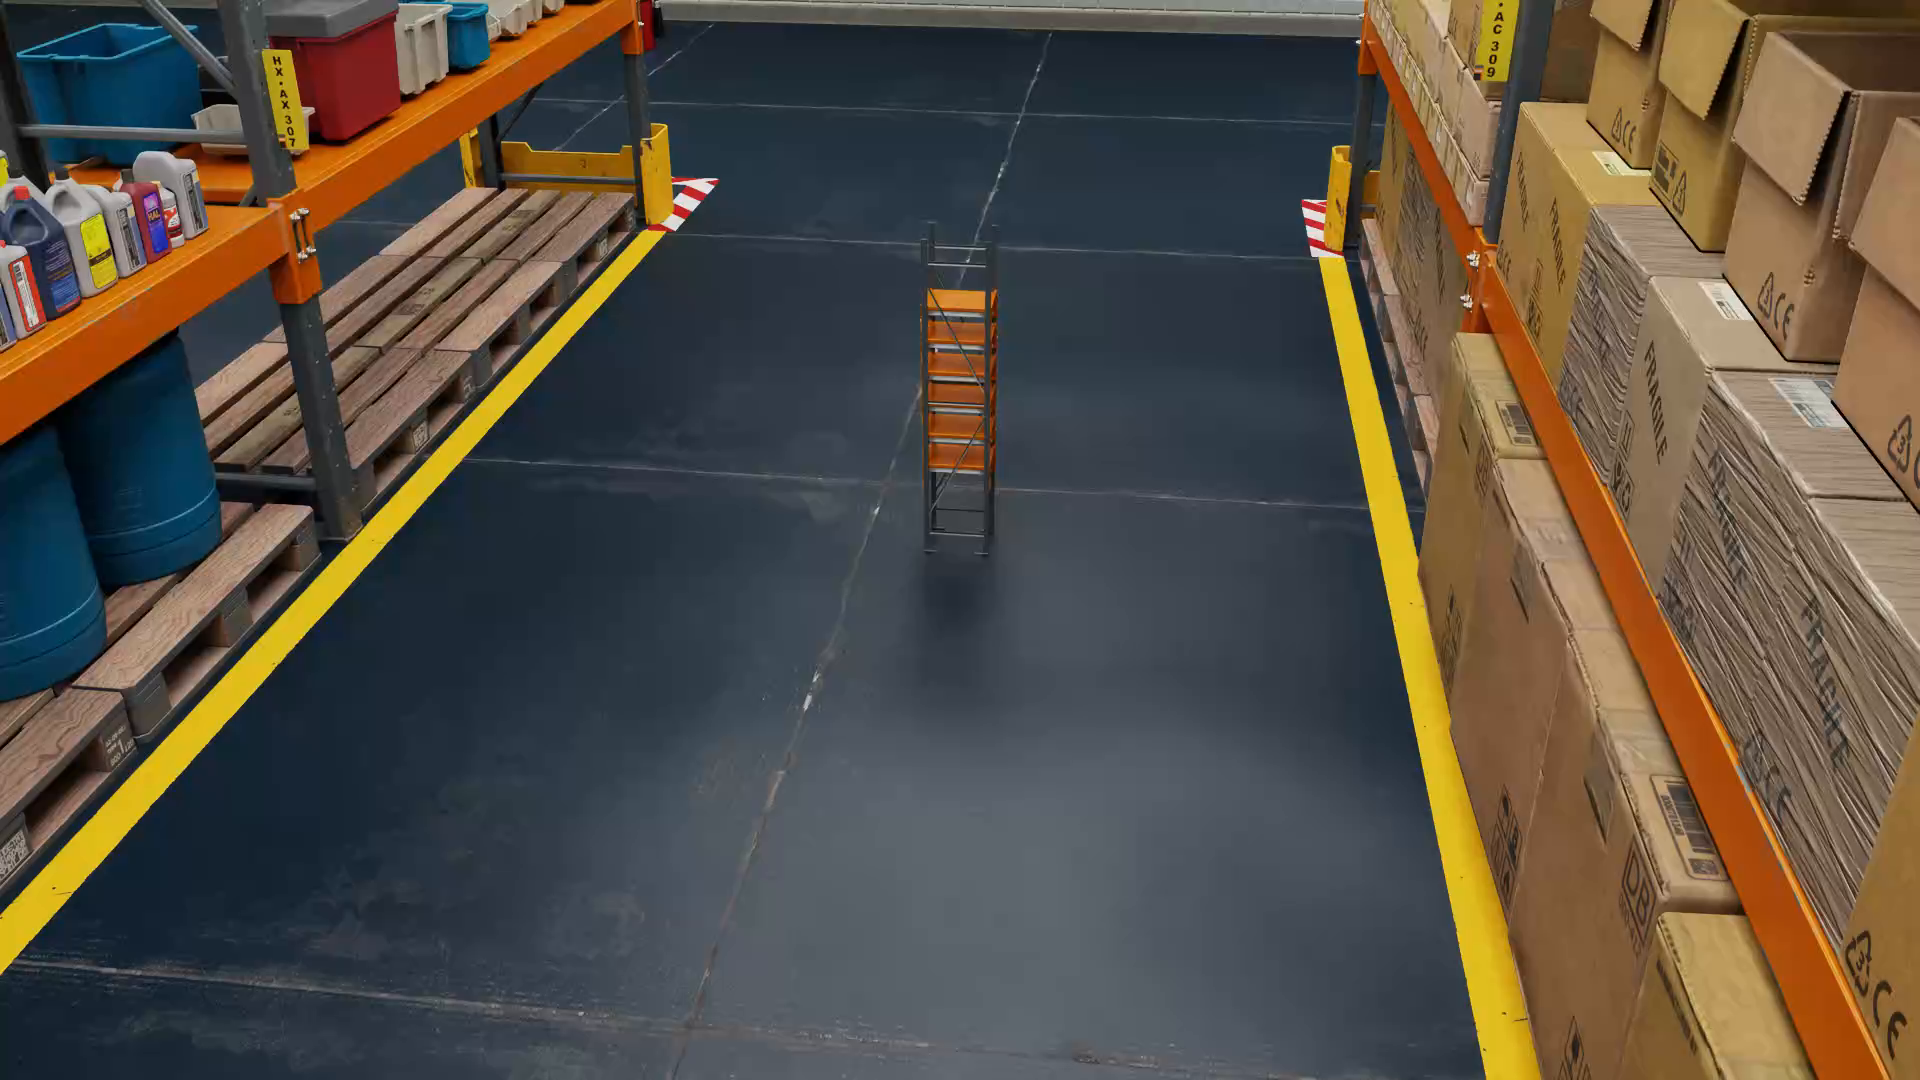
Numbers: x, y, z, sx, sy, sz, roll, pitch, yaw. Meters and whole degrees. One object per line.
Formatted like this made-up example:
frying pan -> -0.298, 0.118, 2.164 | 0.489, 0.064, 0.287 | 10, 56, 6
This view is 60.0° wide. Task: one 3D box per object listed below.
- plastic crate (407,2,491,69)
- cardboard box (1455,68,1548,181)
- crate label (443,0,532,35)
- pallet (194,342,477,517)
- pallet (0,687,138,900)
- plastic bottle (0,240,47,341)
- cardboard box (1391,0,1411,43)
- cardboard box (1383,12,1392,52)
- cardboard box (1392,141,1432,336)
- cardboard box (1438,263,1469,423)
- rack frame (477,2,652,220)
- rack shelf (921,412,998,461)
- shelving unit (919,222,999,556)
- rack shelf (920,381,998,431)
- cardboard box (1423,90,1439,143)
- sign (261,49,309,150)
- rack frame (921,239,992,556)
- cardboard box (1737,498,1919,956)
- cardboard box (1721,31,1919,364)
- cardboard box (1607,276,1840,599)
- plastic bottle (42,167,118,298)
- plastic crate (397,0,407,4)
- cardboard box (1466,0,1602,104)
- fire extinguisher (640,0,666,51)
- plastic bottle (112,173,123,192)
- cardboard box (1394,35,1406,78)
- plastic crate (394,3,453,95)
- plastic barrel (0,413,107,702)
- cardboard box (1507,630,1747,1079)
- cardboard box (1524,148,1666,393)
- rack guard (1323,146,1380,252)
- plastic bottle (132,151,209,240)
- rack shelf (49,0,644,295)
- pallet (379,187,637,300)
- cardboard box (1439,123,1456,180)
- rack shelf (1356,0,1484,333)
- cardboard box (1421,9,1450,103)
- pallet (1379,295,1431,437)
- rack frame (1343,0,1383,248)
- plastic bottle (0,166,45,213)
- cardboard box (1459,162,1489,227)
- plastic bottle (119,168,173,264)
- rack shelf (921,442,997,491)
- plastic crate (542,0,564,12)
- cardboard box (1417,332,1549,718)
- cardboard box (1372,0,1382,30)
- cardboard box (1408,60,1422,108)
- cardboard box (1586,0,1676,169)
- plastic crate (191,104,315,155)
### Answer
plastic crate -> -2.280, -2.217, 7.316 | 0.416, 0.233, 0.300 | 3, 28, 6
cardboard box -> 1.936, -1.363, 5.463 | 0.500, 0.250, 0.500 | 3, 28, 5
crate label -> -2.263, -2.494, 7.931 | 0.396, 0.136, 0.243 | 3, 28, 6
pallet -> -2.722, -0.484, 6.926 | 1.003, 0.211, 1.213 | 3, 28, 6
pallet -> -3.056, 0.801, 4.541 | 1.003, 0.211, 1.213 | 3, 28, 6
plastic bottle -> -2.607, -0.695, 4.508 | 0.152, 0.276, 0.135 | 3, 28, 6
cardboard box -> 2.183, -2.332, 7.260 | 0.500, 0.250, 0.500 | 2, 28, 4
cardboard box -> 2.170, -2.336, 7.688 | 0.380, 0.149, 0.250 | 3, 28, 5
cardboard box -> 2.522, -1.474, 7.620 | 0.875, 0.875, 0.875 | 3, 28, 6
cardboard box -> 2.303, -0.631, 6.056 | 0.875, 0.875, 0.875 | 3, 28, 6
rack frame -> -2.283, -3.246, 9.113 | 1.000, 3.000, 0.127 | 3, 28, 6
rack shelf -> -0.002, -0.377, 6.031 | 0.258, 0.103, 0.180 | 3, 28, 6
shelving unit -> -0.002, -0.521, 5.953 | 0.258, 1.200, 0.189 | 3, 28, 6
rack shelf -> -0.002, -0.482, 5.974 | 0.258, 0.103, 0.180 | 3, 28, 6
cardboard box -> 1.980, -1.612, 6.344 | 0.380, 0.149, 0.250 | 4, 29, 7
sign -> -2.228, -1.452, 5.491 | 0.100, 0.325, 0.005 | 3, 28, 6
rack frame -> -0.013, -0.478, 5.873 | 0.240, 1.200, 0.006 | 3, 28, 6
cardboard box -> 1.534, 0.282, 2.458 | 0.500, 0.500, 0.500 | 3, 28, 6
cardboard box -> 1.916, -0.644, 3.120 | 0.797, 0.503, 0.637 | 4, 29, 8
cardboard box -> 1.657, -0.202, 3.356 | 0.500, 0.500, 0.500 | 4, 29, 7
plastic bottle -> -2.561, -0.890, 4.791 | 0.144, 0.351, 0.185 | 3, 28, 6
plastic crate -> -2.801, -2.482, 7.808 | 0.416, 0.233, 0.300 | 3, 28, 6
cardboard box -> 1.933, -1.702, 5.301 | 0.500, 0.500, 0.500 | 4, 29, 8
fire extinguisher -> -1.814, -3.093, 9.302 | 0.296, 0.674, 0.183 | 3, 28, 6
plastic bottle -> -2.627, -1.070, 5.283 | 0.097, 0.201, 0.097 | 0, 28, 0
cardboard box -> 2.106, -2.094, 7.240 | 0.380, 0.149, 0.250 | 3, 28, 6
plastic crate -> -2.403, -2.046, 6.946 | 0.437, 0.282, 0.530 | 3, 28, 6
plastic barrel -> -2.944, -0.036, 4.924 | 0.600, 0.901, 0.708 | 3, 28, 6
cardboard box -> 1.874, 0.815, 3.372 | 1.225, 0.875, 0.875 | 3, 29, 6
cardboard box -> 1.777, -0.681, 4.246 | 0.500, 0.500, 0.500 | 3, 28, 6
rack guard -> 2.635, -1.869, 9.192 | 1.175, 0.500, 0.348 | 3, 28, 6
plastic bottle -> -2.501, -1.104, 5.268 | 0.152, 0.276, 0.135 | 3, 28, 6
rack shelf -> -2.528, -1.988, 7.536 | 1.077, 0.370, 4.000 | 3, 28, 6
pallet -> -2.423, -1.633, 9.058 | 1.003, 0.211, 1.213 | 3, 28, 6
cardboard box -> 1.918, -1.369, 5.894 | 0.380, 0.149, 0.250 | 3, 28, 5
rack shelf -> 2.387, -1.700, 7.002 | 1.077, 0.370, 4.000 | 3, 28, 6
cardboard box -> 2.059, -1.847, 6.361 | 0.500, 0.250, 0.500 | 4, 29, 7
pallet -> 2.460, -0.777, 7.470 | 1.003, 0.211, 1.213 | 3, 28, 6
rack frame -> 2.633, -2.958, 8.579 | 1.000, 3.000, 0.127 | 3, 28, 6
plastic bottle -> -2.704, -0.898, 4.807 | 0.144, 0.351, 0.185 | 3, 28, 6
cardboard box -> 1.855, -1.127, 5.445 | 0.380, 0.149, 0.250 | 4, 29, 6
plastic bottle -> -2.484, -0.996, 5.059 | 0.061, 0.283, 0.133 | 3, 28, 6
rack shelf -> -0.002, -0.271, 6.088 | 0.258, 0.103, 0.180 | 3, 28, 6
plastic crate -> -2.203, -2.762, 8.429 | 0.396, 0.136, 0.243 | 3, 28, 6
cardboard box -> 2.084, -0.023, 4.927 | 1.225, 0.875, 0.875 | 3, 29, 6
cardboard box -> 2.231, -2.579, 8.139 | 0.380, 0.149, 0.250 | 3, 28, 5
cardboard box -> 2.044, -1.852, 6.790 | 0.380, 0.149, 0.250 | 4, 29, 7
cardboard box -> 2.072, -1.260, 4.263 | 0.797, 0.503, 0.637 | 3, 28, 5
plastic crate -> -2.574, -1.484, 6.057 | 0.396, 0.136, 0.243 | 3, 28, 6
